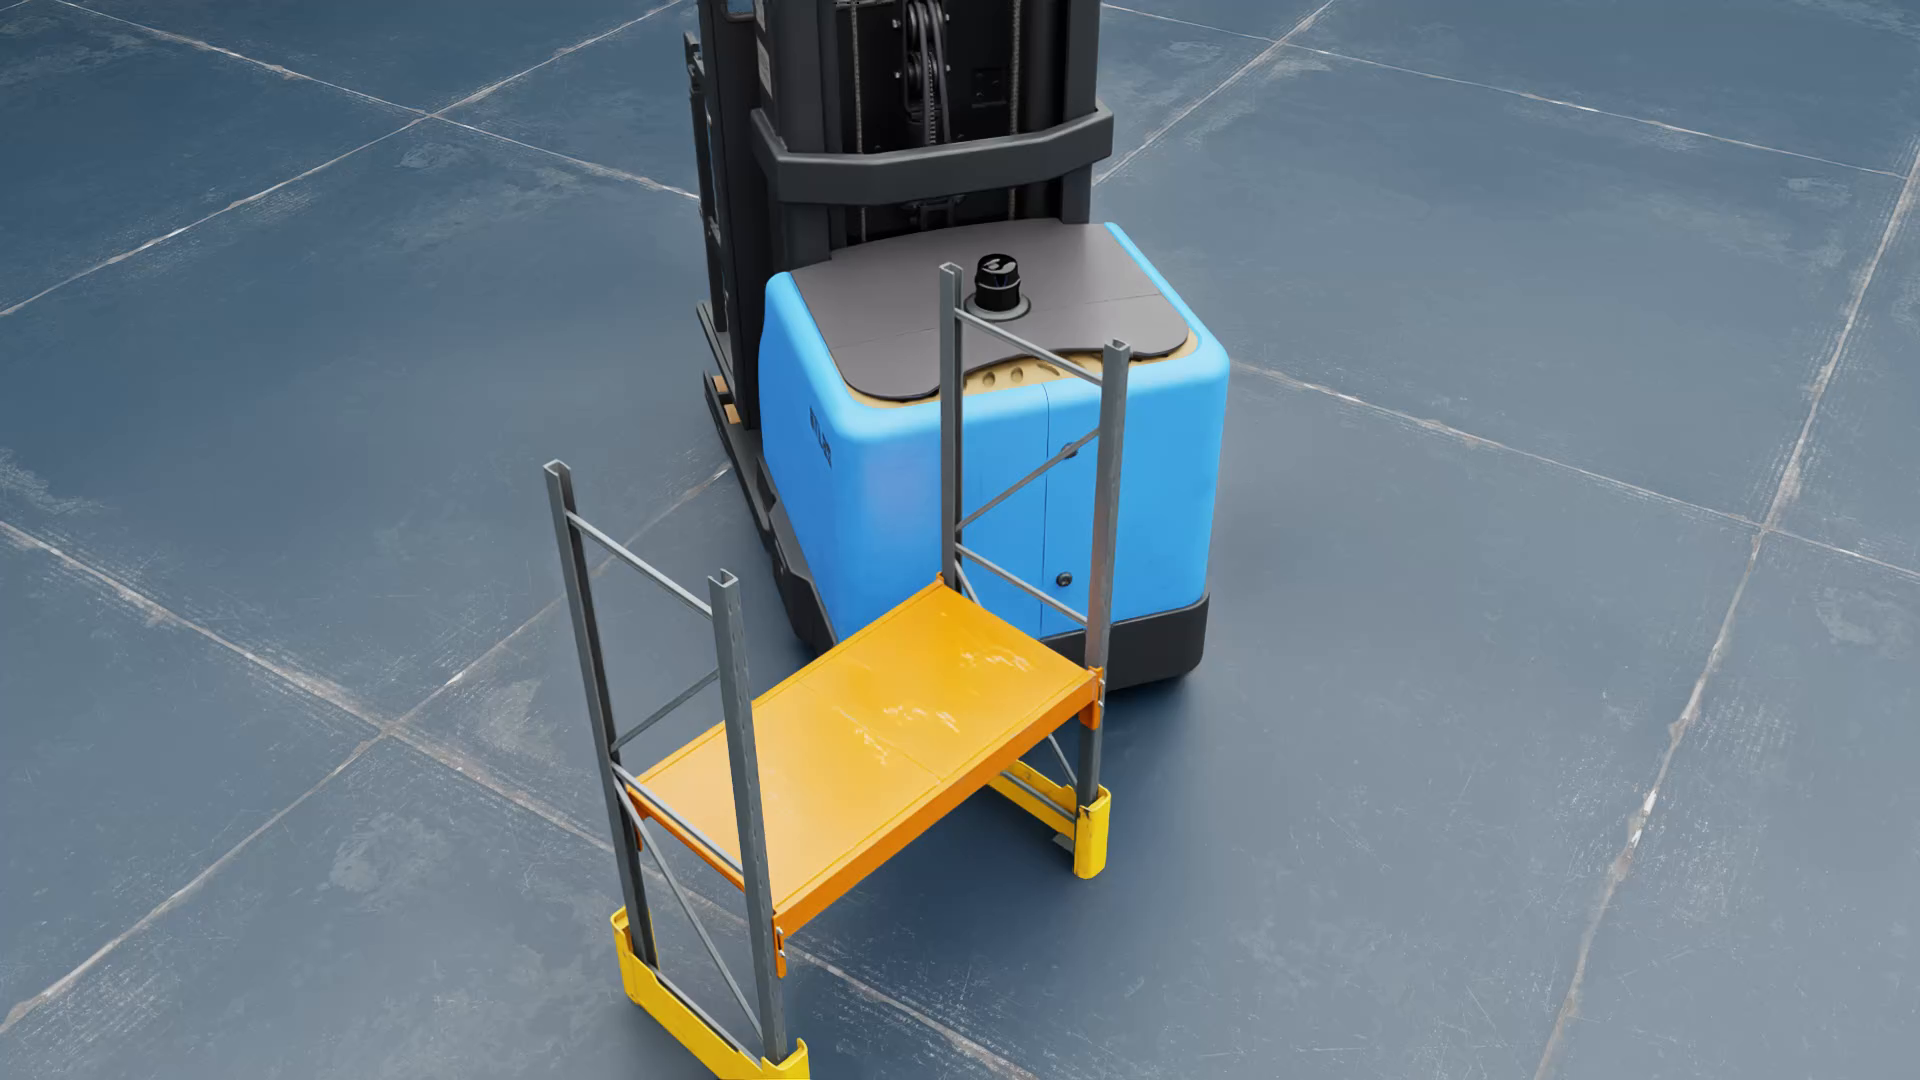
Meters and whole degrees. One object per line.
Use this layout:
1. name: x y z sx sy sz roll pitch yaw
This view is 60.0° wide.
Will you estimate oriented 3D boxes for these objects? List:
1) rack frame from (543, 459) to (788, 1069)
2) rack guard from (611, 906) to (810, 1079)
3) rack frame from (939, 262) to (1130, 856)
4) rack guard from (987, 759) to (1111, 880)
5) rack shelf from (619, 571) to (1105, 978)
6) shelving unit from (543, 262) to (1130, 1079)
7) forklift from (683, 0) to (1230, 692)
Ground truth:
1. rack frame: -0.552 0.560 3.295 0.500 1.500 0.032 30 47 33
2. rack guard: -0.552 1.054 3.677 0.587 0.250 0.087 30 47 33
3. rack frame: 0.146 0.109 3.880 0.500 1.500 0.032 30 47 33
4. rack guard: 0.133 0.613 4.250 0.587 0.250 0.087 30 47 33
5. rack shelf: -0.203 0.477 3.697 0.538 0.185 1.000 30 47 33
6. shelving unit: -0.209 0.339 3.582 0.587 1.500 1.083 30 47 33
7. forklift: -0.251 -1.527 4.830 1.130 2.935 3.031 -11 39 -14
